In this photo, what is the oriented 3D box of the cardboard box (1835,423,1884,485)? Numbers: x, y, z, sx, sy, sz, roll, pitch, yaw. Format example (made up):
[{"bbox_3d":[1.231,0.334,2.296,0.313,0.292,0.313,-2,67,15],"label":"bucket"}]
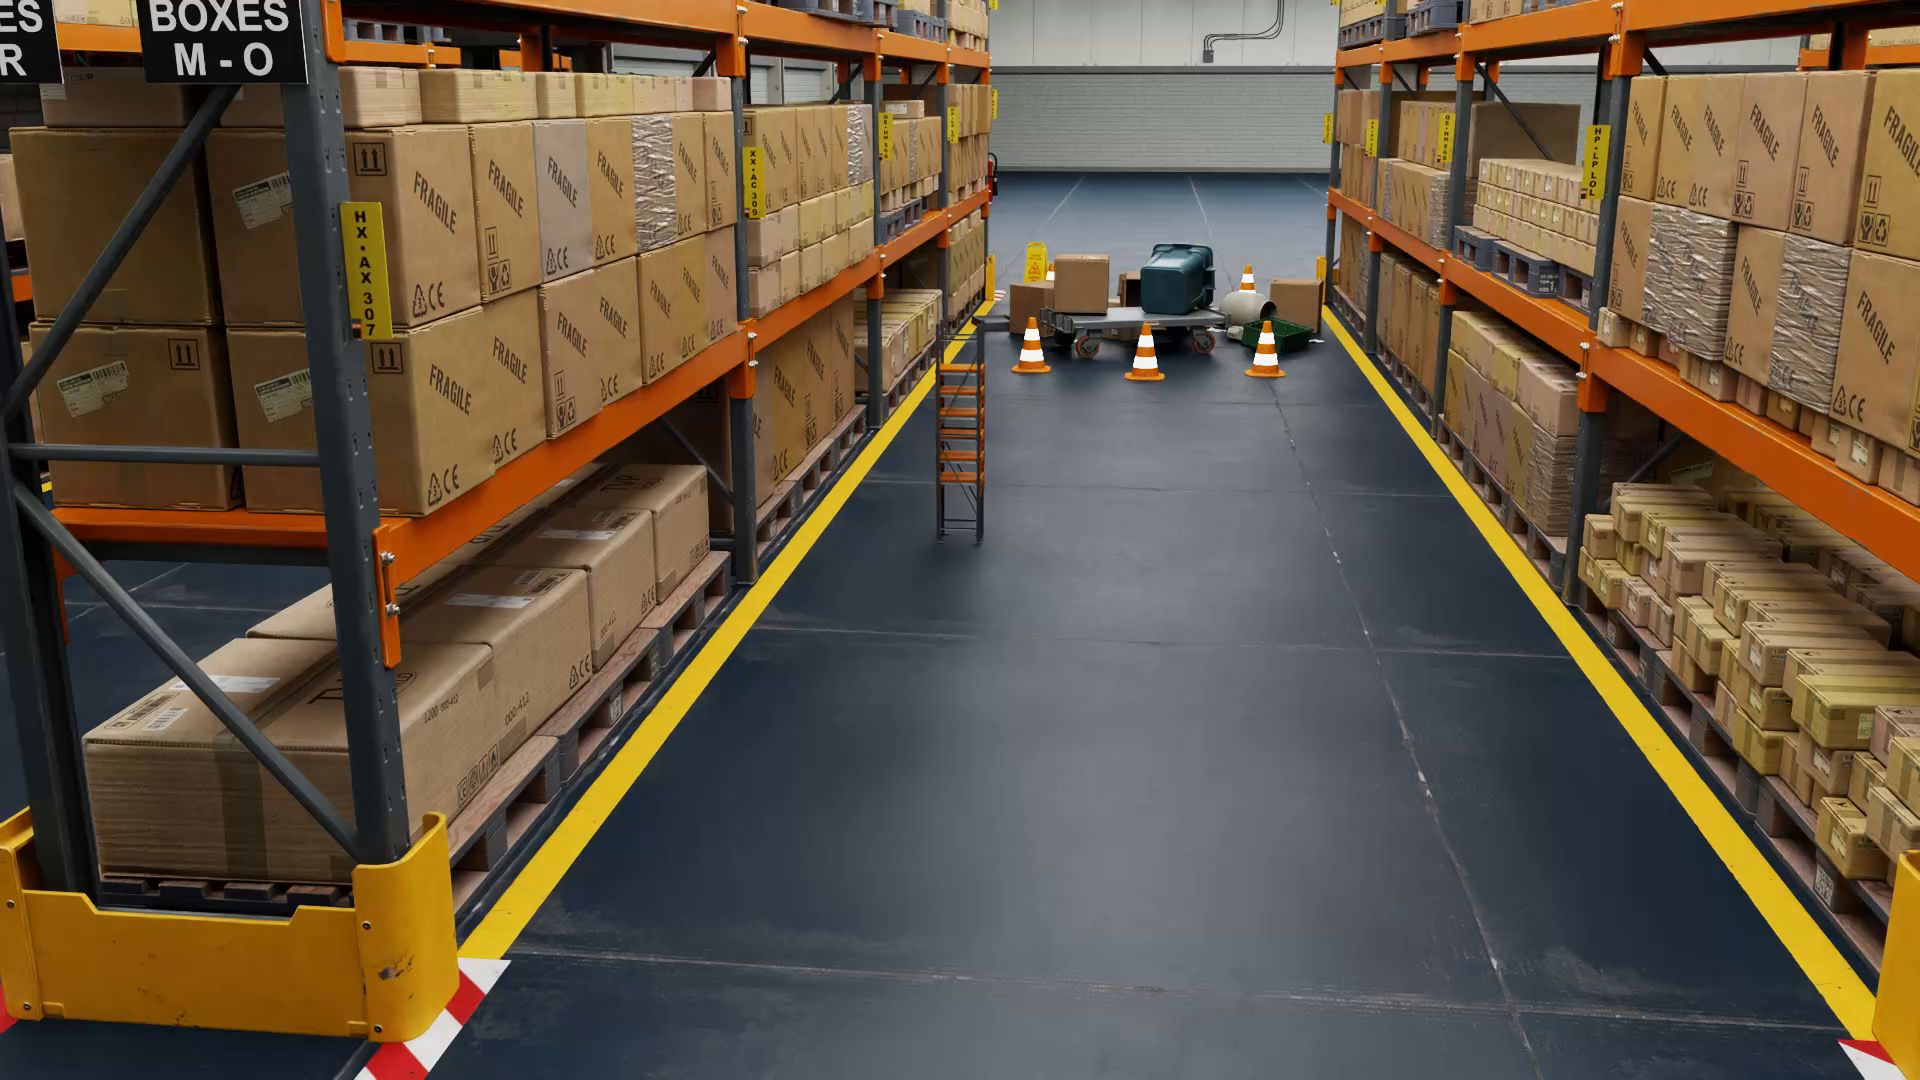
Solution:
[{"bbox_3d":[2.797,-0.253,4.833,0.380,0.149,0.250,2,15,8],"label":"cardboard box"}]

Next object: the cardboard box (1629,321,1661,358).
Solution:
[{"bbox_3d":[3.096,-0.869,7.111,0.380,0.149,0.250,2,15,8],"label":"cardboard box"}]

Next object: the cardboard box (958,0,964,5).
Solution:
[{"bbox_3d":[-0.164,-5.305,16.243,0.380,0.149,0.250,2,15,6],"label":"cardboard box"}]

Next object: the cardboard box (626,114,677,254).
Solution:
[{"bbox_3d":[-1.414,-1.380,6.411,0.500,0.500,0.500,2,15,7],"label":"cardboard box"}]

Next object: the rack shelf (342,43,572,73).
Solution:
[{"bbox_3d":[-5.326,-5.082,17.843,1.077,0.370,4.000,2,15,6],"label":"rack shelf"}]

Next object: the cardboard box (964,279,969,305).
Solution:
[{"bbox_3d":[-0.178,-2.615,17.548,0.500,0.250,0.500,1,15,6],"label":"cardboard box"}]

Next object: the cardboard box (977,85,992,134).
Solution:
[{"bbox_3d":[-0.028,-4.624,17.841,0.700,0.500,0.500,2,15,6],"label":"cardboard box"}]

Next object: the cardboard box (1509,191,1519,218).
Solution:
[{"bbox_3d":[3.493,-1.997,9.906,0.380,0.149,0.250,2,15,6],"label":"cardboard box"}]

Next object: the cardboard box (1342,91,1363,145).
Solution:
[{"bbox_3d":[4.513,-4.448,17.508,0.875,0.550,0.550,2,15,6],"label":"cardboard box"}]

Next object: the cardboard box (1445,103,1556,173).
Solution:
[{"bbox_3d":[3.976,-2.939,12.178,0.700,0.500,0.500,1,15,5],"label":"cardboard box"}]

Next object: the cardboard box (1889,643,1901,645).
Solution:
[{"bbox_3d":[3.400,0.404,6.009,0.380,0.149,0.250,2,15,9],"label":"cardboard box"}]

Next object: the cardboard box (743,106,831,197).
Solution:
[{"bbox_3d":[-1.045,-2.277,9.728,0.500,0.500,0.500,1,15,5],"label":"cardboard box"}]

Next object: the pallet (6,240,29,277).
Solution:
[{"bbox_3d":[-6.217,-1.828,10.545,1.003,0.211,1.213,2,15,6],"label":"pallet"}]

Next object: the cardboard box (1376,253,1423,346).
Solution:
[{"bbox_3d":[4.330,-2.151,14.877,1.050,0.750,0.750,2,15,6],"label":"cardboard box"}]

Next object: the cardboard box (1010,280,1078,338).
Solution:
[{"bbox_3d":[0.854,-2.350,16.891,0.500,0.500,0.500,-14,20,-42],"label":"cardboard box"}]

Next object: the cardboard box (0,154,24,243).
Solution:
[{"bbox_3d":[-6.030,-2.096,10.170,0.700,0.500,0.500,2,15,6],"label":"cardboard box"}]

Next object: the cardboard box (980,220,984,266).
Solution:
[{"bbox_3d":[0.001,-3.377,18.931,0.500,0.500,0.500,2,15,7],"label":"cardboard box"}]

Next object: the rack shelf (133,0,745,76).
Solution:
[{"bbox_3d":[-1.747,-1.825,5.796,1.077,0.370,4.000,2,15,6],"label":"rack shelf"}]

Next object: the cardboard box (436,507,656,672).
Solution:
[{"bbox_3d":[-1.799,0.183,6.842,0.875,0.438,0.875,1,15,5],"label":"cardboard box"}]

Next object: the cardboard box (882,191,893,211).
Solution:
[{"bbox_3d":[-0.707,-2.583,12.643,0.380,0.149,0.250,1,15,3],"label":"cardboard box"}]

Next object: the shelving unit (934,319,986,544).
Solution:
[{"bbox_3d":[0.002,-0.583,9.019,0.258,1.200,0.189,2,15,6],"label":"shelving unit"}]

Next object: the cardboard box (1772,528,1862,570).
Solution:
[{"bbox_3d":[3.510,0.060,6.711,0.380,0.149,0.250,2,15,8],"label":"cardboard box"}]

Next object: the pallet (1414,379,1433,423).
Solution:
[{"bbox_3d":[4.023,-1.017,12.518,1.003,0.211,1.213,2,15,6],"label":"pallet"}]

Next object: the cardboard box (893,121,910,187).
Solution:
[{"bbox_3d":[-0.684,-3.058,13.159,0.500,0.500,0.500,2,15,7],"label":"cardboard box"}]

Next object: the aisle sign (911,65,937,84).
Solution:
[{"bbox_3d":[-0.469,-5.635,19.276,0.394,0.787,0.004,2,15,6],"label":"aisle sign"}]

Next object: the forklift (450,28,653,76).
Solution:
[{"bbox_3d":[-2.752,-2.212,11.726,1.130,2.935,3.031,2,15,6],"label":"forklift"}]

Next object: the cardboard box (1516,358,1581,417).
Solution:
[{"bbox_3d":[3.312,-0.815,8.977,0.500,0.250,0.500,2,15,9],"label":"cardboard box"}]

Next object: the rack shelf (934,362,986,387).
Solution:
[{"bbox_3d":[0.002,-0.888,8.937,0.258,0.103,0.180,2,15,6],"label":"rack shelf"}]

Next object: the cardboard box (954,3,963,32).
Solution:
[{"bbox_3d":[-0.248,-5.077,16.163,0.500,0.250,0.500,2,15,6],"label":"cardboard box"}]

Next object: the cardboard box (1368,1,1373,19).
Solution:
[{"bbox_3d":[4.119,-5.079,15.936,0.380,0.149,0.250,2,15,6],"label":"cardboard box"}]

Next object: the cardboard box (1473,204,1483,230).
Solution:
[{"bbox_3d":[3.609,-2.132,10.977,0.380,0.149,0.250,1,15,5],"label":"cardboard box"}]

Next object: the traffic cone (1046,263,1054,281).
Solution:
[{"bbox_3d":[1.066,-2.981,19.300,0.336,0.463,0.334,2,15,6],"label":"traffic cone"}]

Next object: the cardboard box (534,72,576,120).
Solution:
[{"bbox_3d":[-1.497,-1.470,5.500,0.380,0.149,0.250,2,15,7],"label":"cardboard box"}]

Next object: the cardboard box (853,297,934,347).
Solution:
[{"bbox_3d":[-0.753,-1.929,14.780,0.950,0.372,0.625,3,15,10],"label":"cardboard box"}]

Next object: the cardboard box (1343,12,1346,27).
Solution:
[{"bbox_3d":[4.377,-5.668,18.115,0.380,0.149,0.250,2,15,7],"label":"cardboard box"}]

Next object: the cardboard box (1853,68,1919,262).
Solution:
[{"bbox_3d":[2.819,-1.018,4.503,0.500,0.500,0.500,1,15,4],"label":"cardboard box"}]

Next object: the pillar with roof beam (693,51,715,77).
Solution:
[{"bbox_3d":[-0.442,-10.228,29.748,9.100,9.000,0.400,2,15,6],"label":"pillar with roof beam"}]

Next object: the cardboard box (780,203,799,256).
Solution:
[{"bbox_3d":[-1.161,-1.654,8.861,0.500,0.250,0.500,2,15,7],"label":"cardboard box"}]

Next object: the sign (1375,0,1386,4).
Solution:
[{"bbox_3d":[3.759,-4.950,14.833,0.100,0.325,0.005,2,15,6],"label":"sign"}]

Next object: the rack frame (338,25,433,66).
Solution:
[{"bbox_3d":[-5.551,-3.463,16.223,1.000,3.000,0.127,2,15,6],"label":"rack frame"}]

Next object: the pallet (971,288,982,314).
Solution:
[{"bbox_3d":[-0.303,-2.780,19.038,1.003,0.211,1.213,2,15,6],"label":"pallet"}]

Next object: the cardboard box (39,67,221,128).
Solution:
[{"bbox_3d":[-2.131,-1.149,4.313,0.380,0.149,0.250,2,15,7],"label":"cardboard box"}]

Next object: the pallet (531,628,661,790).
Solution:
[{"bbox_3d":[-1.820,0.615,6.482,1.003,0.211,1.213,2,15,6],"label":"pallet"}]

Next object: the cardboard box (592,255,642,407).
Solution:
[{"bbox_3d":[-1.489,-0.764,6.048,0.500,0.500,0.500,2,15,8],"label":"cardboard box"}]

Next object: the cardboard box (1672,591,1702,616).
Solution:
[{"bbox_3d":[3.031,0.264,6.526,0.380,0.149,0.250,2,15,9],"label":"cardboard box"}]

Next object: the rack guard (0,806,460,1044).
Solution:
[{"bbox_3d":[-1.976,1.007,4.479,1.175,0.500,0.348,2,15,6],"label":"rack guard"}]

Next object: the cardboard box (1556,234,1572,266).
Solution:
[{"bbox_3d":[3.344,-1.511,8.679,0.380,0.149,0.250,1,15,3],"label":"cardboard box"}]

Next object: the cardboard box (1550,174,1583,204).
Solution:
[{"bbox_3d":[3.381,-1.870,8.869,0.380,0.149,0.250,1,15,4],"label":"cardboard box"}]

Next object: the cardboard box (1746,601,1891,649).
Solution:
[{"bbox_3d":[2.960,0.320,5.751,0.380,0.149,0.250,1,15,4],"label":"cardboard box"}]

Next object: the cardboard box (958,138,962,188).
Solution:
[{"bbox_3d":[-0.259,-3.746,16.509,0.500,0.500,0.500,2,15,6],"label":"cardboard box"}]

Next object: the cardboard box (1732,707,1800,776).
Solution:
[{"bbox_3d":[2.834,0.677,5.569,0.380,0.149,0.250,1,15,4],"label":"cardboard box"}]

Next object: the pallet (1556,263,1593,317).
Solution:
[{"bbox_3d":[3.639,-1.225,8.312,1.003,0.211,1.213,2,15,6],"label":"pallet"}]

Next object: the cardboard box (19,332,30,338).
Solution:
[{"bbox_3d":[-5.984,-1.256,10.803,0.380,0.149,0.250,1,15,4],"label":"cardboard box"}]

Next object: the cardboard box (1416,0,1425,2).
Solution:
[{"bbox_3d":[3.778,-4.367,12.632,0.500,0.500,0.500,2,15,6],"label":"cardboard box"}]

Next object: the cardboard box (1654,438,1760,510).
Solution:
[{"bbox_3d":[3.755,-0.303,8.521,0.500,0.500,0.500,2,15,8],"label":"cardboard box"}]

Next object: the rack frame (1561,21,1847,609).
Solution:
[{"bbox_3d":[3.408,-1.123,7.570,1.000,3.000,0.127,2,15,6],"label":"rack frame"}]

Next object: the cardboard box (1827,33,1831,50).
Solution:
[{"bbox_3d":[9.316,-5.188,17.141,0.500,0.250,0.500,1,15,5],"label":"cardboard box"}]

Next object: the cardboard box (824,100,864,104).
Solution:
[{"bbox_3d":[-1.023,-3.914,15.081,0.380,0.149,0.250,2,15,6],"label":"cardboard box"}]

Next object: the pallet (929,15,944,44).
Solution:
[{"bbox_3d":[-0.794,-4.518,14.738,1.213,0.211,1.003,2,15,6],"label":"pallet"}]
